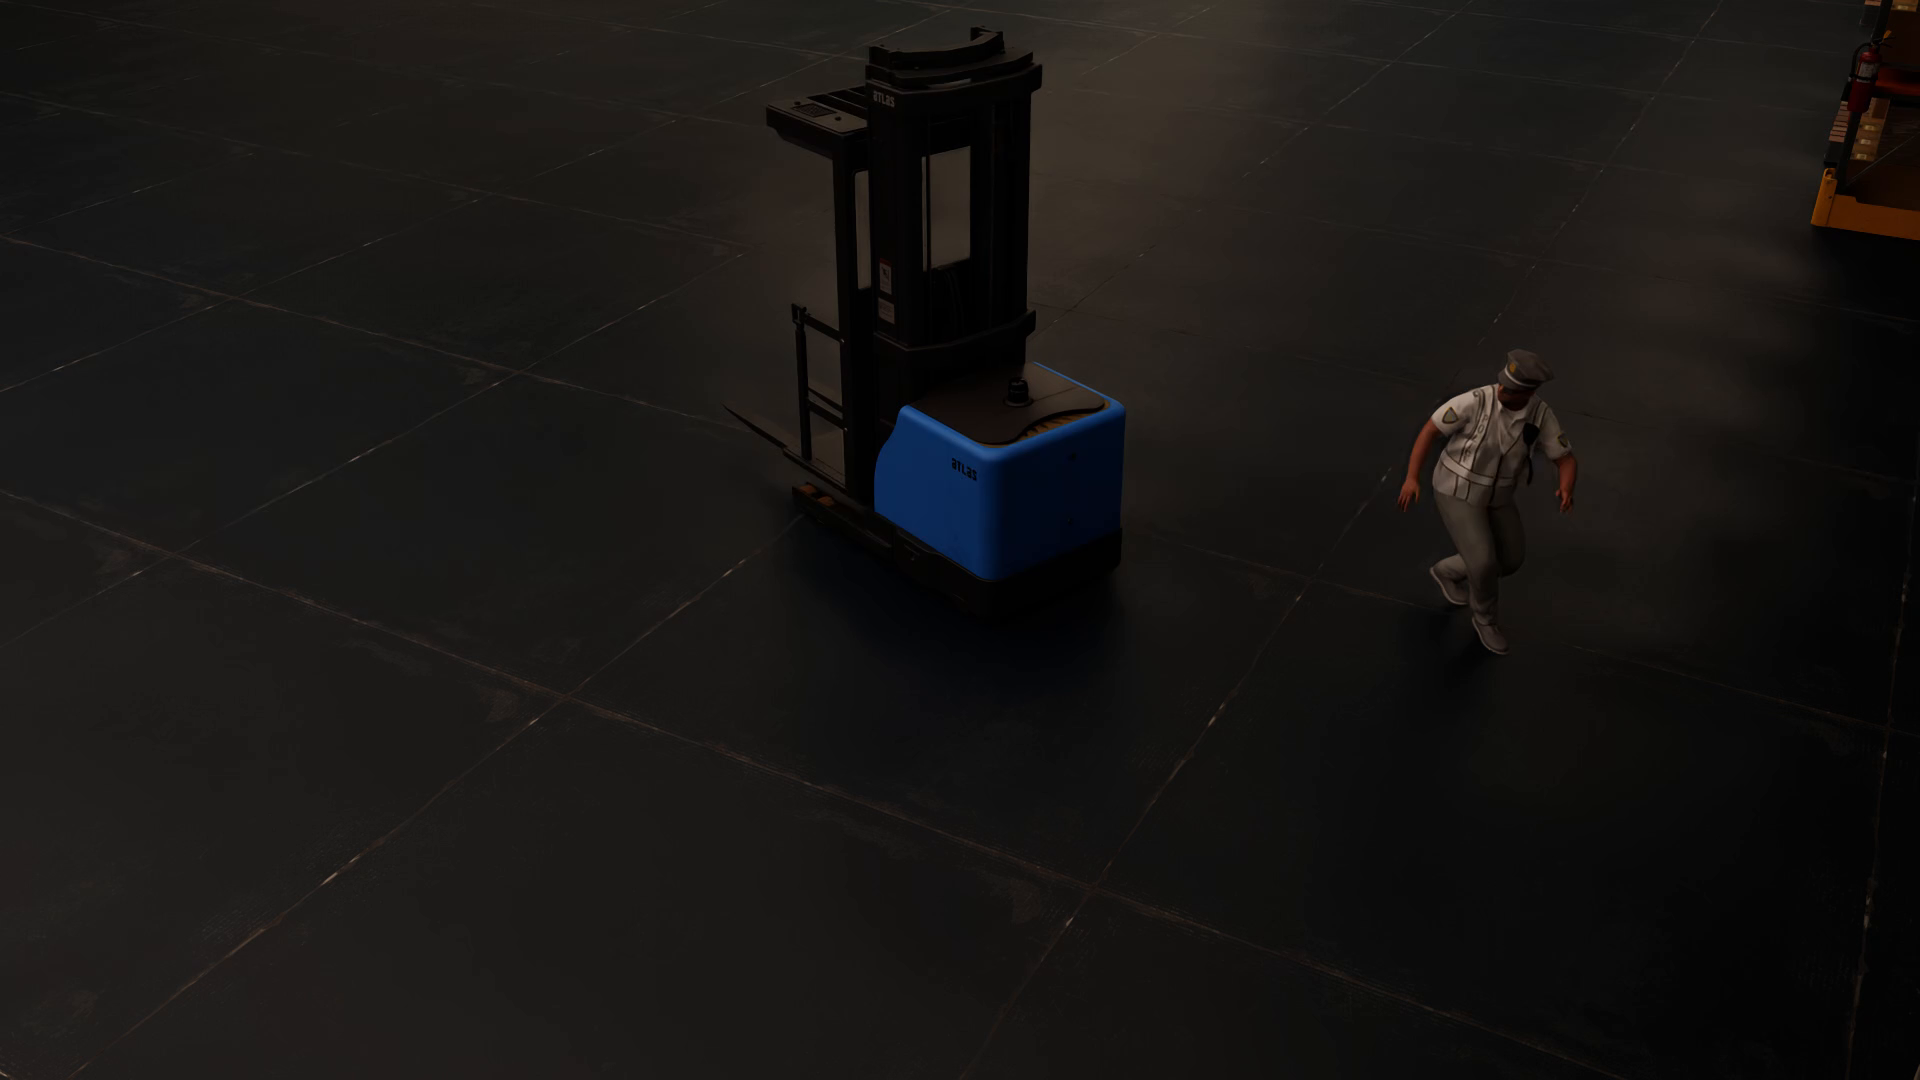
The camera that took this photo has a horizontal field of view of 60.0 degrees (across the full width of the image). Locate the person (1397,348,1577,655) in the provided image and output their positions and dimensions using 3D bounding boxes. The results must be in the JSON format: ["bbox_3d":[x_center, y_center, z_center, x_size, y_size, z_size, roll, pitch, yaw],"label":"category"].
[{"bbox_3d":[2.758,-0.201,8.736,0.887,1.637,0.855,-8,31,-13],"label":"person"}]

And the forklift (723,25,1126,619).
[{"bbox_3d":[-0.382,-1.507,9.682,1.130,2.935,3.031,-22,37,-33],"label":"forklift"}]
